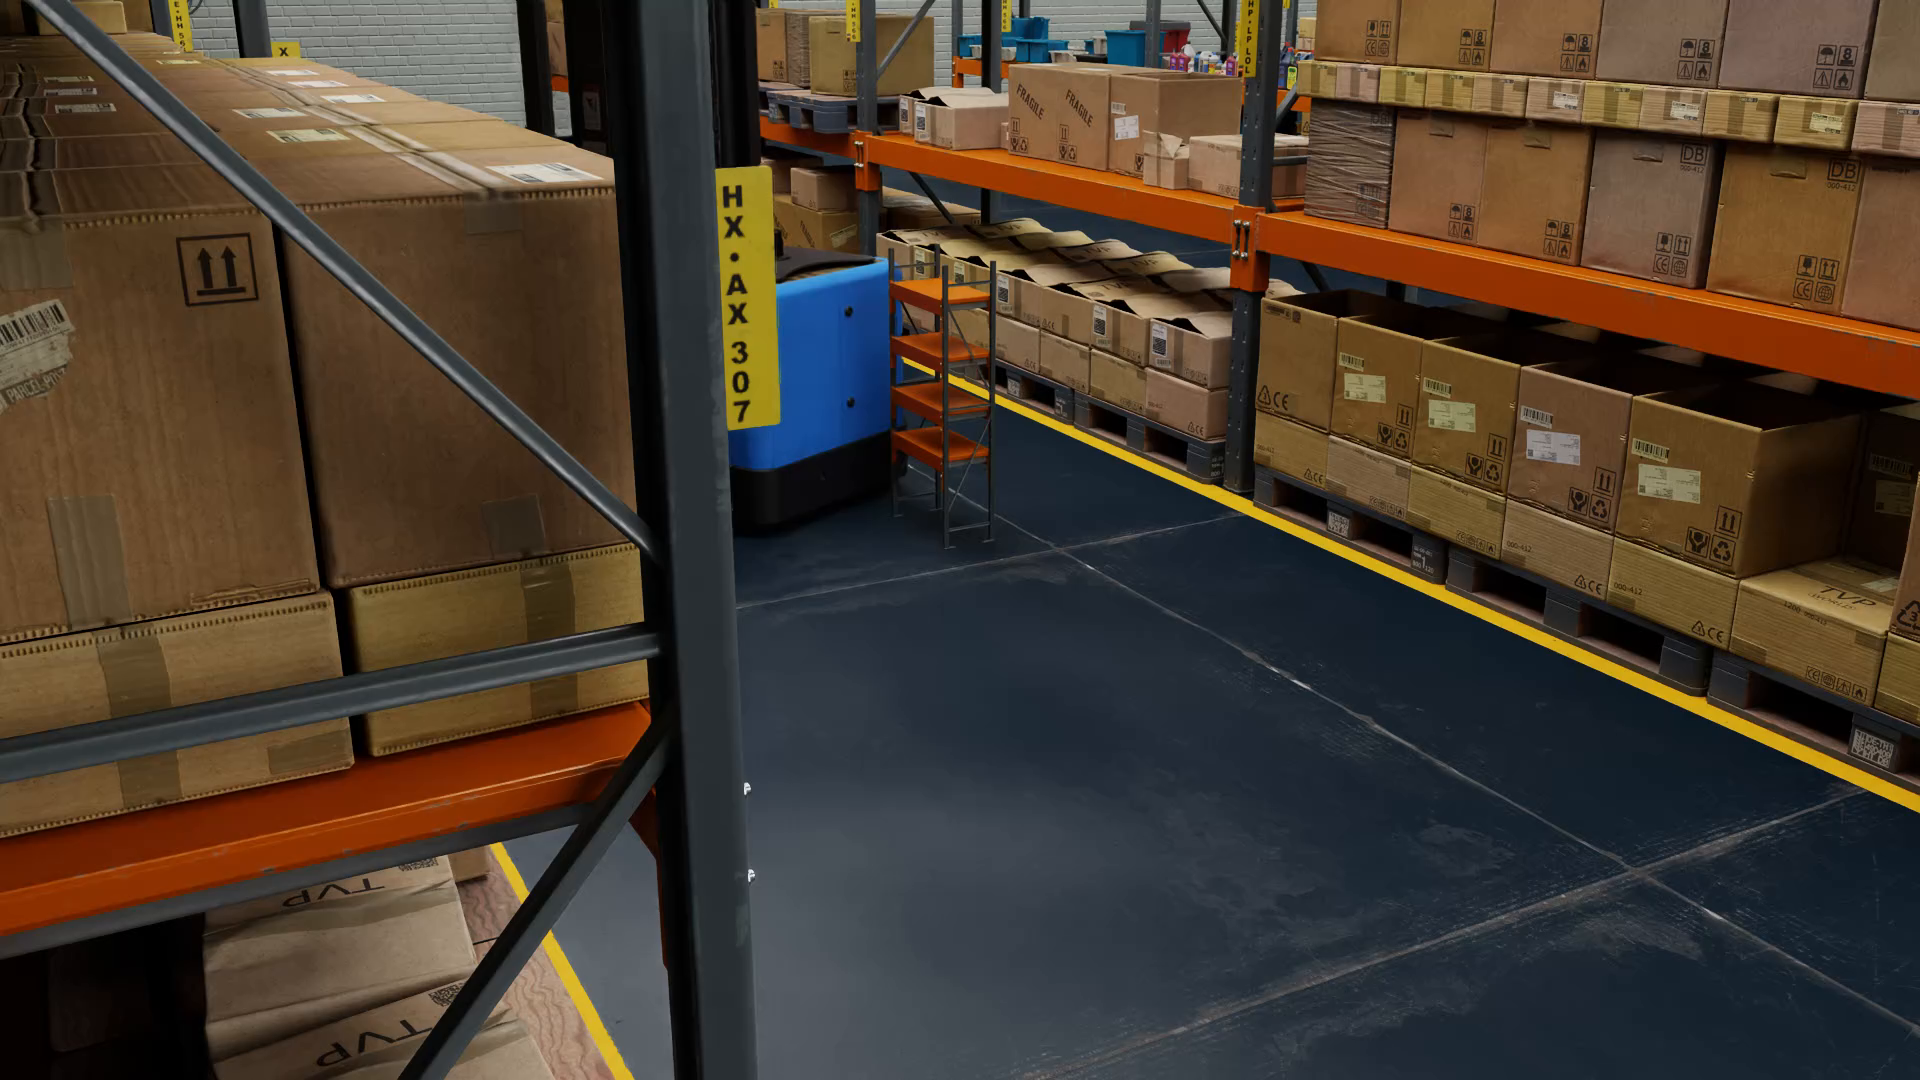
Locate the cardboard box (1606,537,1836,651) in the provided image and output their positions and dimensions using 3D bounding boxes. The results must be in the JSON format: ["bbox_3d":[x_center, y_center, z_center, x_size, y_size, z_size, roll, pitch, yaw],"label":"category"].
[{"bbox_3d":[2.603,0.137,5.708,0.500,0.250,0.500,-10,21,-27],"label":"cardboard box"}]

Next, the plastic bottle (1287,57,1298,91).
[{"bbox_3d":[2.906,-4.048,14.444,0.061,0.283,0.133,-10,21,-27],"label":"plastic bottle"}]

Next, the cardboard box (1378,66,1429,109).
[{"bbox_3d":[1.906,-1.820,6.661,0.380,0.149,0.250,-11,22,-28],"label":"cardboard box"}]

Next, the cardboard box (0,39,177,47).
[{"bbox_3d":[-3.708,-1.867,7.116,0.700,0.500,0.500,-10,21,-27],"label":"cardboard box"}]

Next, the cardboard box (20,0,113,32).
[{"bbox_3d":[-4.361,-2.567,8.150,0.380,0.149,0.250,-13,23,-34],"label":"cardboard box"}]

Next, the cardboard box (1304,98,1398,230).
[{"bbox_3d":[1.922,-1.640,7.133,0.700,0.500,0.500,-11,22,-28],"label":"cardboard box"}]

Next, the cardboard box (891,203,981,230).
[{"bbox_3d":[-0.159,-2.069,11.687,0.500,0.500,0.500,-9,21,-24],"label":"cardboard box"}]

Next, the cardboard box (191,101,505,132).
[{"bbox_3d":[-1.181,-0.572,3.241,0.500,0.500,0.500,-11,22,-28],"label":"cardboard box"}]

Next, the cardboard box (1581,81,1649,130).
[{"bbox_3d":[2.401,-1.522,5.796,0.380,0.149,0.250,-10,21,-27],"label":"cardboard box"}]

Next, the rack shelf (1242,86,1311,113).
[{"bbox_3d":[3.217,-3.868,14.845,1.077,0.370,4.000,-10,21,-27],"label":"rack shelf"}]

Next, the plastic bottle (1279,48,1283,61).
[{"bbox_3d":[2.953,-4.470,15.564,0.144,0.351,0.185,-10,21,-27],"label":"plastic bottle"}]

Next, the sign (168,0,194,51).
[{"bbox_3d":[-4.079,-2.696,8.692,0.100,0.325,0.005,-10,21,-27],"label":"sign"}]

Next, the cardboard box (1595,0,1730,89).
[{"bbox_3d":[2.637,-1.821,5.669,0.700,0.500,0.500,-10,21,-27],"label":"cardboard box"}]

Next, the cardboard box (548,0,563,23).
[{"bbox_3d":[-3.759,-5.367,16.401,0.500,0.500,0.500,-10,21,-26],"label":"cardboard box"}]

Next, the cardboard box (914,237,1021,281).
[{"bbox_3d":[0.053,-1.686,10.132,0.500,0.311,0.500,-11,22,-28],"label":"cardboard box"}]

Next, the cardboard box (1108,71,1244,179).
[{"bbox_3d":[1.105,-2.141,8.584,0.500,0.500,0.500,-8,21,-23],"label":"cardboard box"}]

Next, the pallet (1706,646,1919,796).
[{"bbox_3d":[3.205,0.534,5.261,1.003,0.211,1.213,-10,21,-27],"label":"pallet"}]

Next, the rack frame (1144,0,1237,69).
[{"bbox_3d":[2.268,-4.782,16.392,1.000,3.000,0.127,-10,21,-27],"label":"rack frame"}]

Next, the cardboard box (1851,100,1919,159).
[{"bbox_3d":[2.891,-1.226,4.939,0.380,0.149,0.250,-10,21,-26],"label":"cardboard box"}]

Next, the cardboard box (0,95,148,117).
[{"bbox_3d":[-1.882,-0.637,3.427,0.500,0.500,0.500,-10,21,-26],"label":"cardboard box"}]

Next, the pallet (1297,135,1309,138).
[{"bbox_3d":[5.176,-5.162,21.768,1.003,0.211,1.213,-10,21,-27],"label":"pallet"}]

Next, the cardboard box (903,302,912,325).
[{"bbox_3d":[-0.204,-1.571,10.656,0.500,0.250,0.500,-10,21,-27],"label":"cardboard box"}]

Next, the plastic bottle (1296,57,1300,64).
[{"bbox_3d":[2.959,-4.058,14.471,0.061,0.283,0.133,-10,21,-27],"label":"plastic bottle"}]

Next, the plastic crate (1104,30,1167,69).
[{"bbox_3d":[1.746,-4.884,16.620,0.392,0.384,0.575,-10,21,-27],"label":"plastic crate"}]

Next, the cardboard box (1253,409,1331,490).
[{"bbox_3d":[1.659,-0.438,7.374,0.500,0.250,0.500,-10,21,-27],"label":"cardboard box"}]

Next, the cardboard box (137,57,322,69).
[{"bbox_3d":[-2.156,-1.156,4.934,0.500,0.500,0.500,-10,21,-27],"label":"cardboard box"}]

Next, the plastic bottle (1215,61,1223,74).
[{"bbox_3d":[2.403,-4.326,15.374,0.097,0.201,0.097,0,19,0],"label":"plastic bottle"}]

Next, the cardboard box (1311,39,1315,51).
[{"bbox_3d":[4.728,-6.352,21.328,0.380,0.149,0.250,-10,22,-27],"label":"cardboard box"}]

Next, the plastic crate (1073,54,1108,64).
[{"bbox_3d":[1.500,-4.960,17.237,0.437,0.125,0.590,-10,21,-27],"label":"plastic crate"}]

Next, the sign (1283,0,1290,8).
[{"bbox_3d":[4.236,-7.060,21.545,0.100,0.325,0.005,-10,21,-27],"label":"sign"}]

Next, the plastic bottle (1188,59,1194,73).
[{"bbox_3d":[2.201,-4.448,15.729,0.097,0.201,0.097,0,19,0],"label":"plastic bottle"}]

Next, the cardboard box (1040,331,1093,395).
[{"bbox_3d":[0.772,-0.985,8.958,0.500,0.250,0.500,-9,21,-25],"label":"cardboard box"}]

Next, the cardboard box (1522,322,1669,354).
[{"bbox_3d":[2.586,-0.585,6.651,0.500,0.500,0.500,-10,21,-27],"label":"cardboard box"}]

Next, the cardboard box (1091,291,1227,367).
[{"bbox_3d":[1.008,-1.104,8.443,0.500,0.311,0.500,-9,21,-25],"label":"cardboard box"}]

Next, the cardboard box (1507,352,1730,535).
[{"bbox_3d":[2.364,-0.361,6.000,0.500,0.500,0.500,-10,21,-27],"label":"cardboard box"}]

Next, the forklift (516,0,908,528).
[{"bbox_3d":[-1.737,-1.797,7.846,3.031,2.935,1.130,13,23,34],"label":"forklift"}]

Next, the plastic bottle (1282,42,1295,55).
[{"bbox_3d":[3.080,-4.493,15.628,0.144,0.351,0.185,-10,21,-27],"label":"plastic bottle"}]

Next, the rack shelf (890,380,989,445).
[{"bbox_3d":[-0.079,-0.551,7.095,0.258,0.148,0.480,-10,21,-27],"label":"rack shelf"}]

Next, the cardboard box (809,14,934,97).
[{"bbox_3d":[-0.592,-3.277,11.232,0.500,0.500,0.700,16,25,39],"label":"cardboard box"}]

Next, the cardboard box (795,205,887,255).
[{"bbox_3d":[-0.845,-2.126,11.852,0.500,0.500,0.500,-9,21,-25],"label":"cardboard box"}]

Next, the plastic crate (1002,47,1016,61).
[{"bbox_3d":[0.597,-5.413,18.531,0.250,0.136,0.298,-10,21,-27],"label":"plastic crate"}]

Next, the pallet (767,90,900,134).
[{"bbox_3d":[-0.578,-2.961,11.407,1.213,0.211,1.003,-10,21,-27],"label":"pallet"}]

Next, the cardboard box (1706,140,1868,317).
[{"bbox_3d":[2.910,-1.048,5.417,0.700,0.500,0.500,-10,21,-26],"label":"cardboard box"}]

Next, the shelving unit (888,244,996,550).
[{"bbox_3d":[-0.079,-0.615,7.073,0.258,1.200,0.503,-10,21,-27],"label":"shelving unit"}]

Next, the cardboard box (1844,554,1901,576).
[{"bbox_3d":[3.305,0.199,5.529,0.500,0.250,0.500,-10,21,-27],"label":"cardboard box"}]

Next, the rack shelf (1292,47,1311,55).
[{"bbox_3d":[5.677,-5.783,20.396,1.077,0.370,4.000,-10,21,-27],"label":"rack shelf"}]

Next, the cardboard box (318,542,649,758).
[{"bbox_3d":[-0.705,0.069,2.531,0.500,0.250,0.500,-11,22,-28],"label":"cardboard box"}]

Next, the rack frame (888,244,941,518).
[{"bbox_3d":[-0.194,-0.685,7.276,0.240,1.200,0.015,-10,21,-27],"label":"rack frame"}]

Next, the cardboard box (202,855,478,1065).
[{"bbox_3d":[-1.273,0.884,3.419,0.500,0.311,0.500,-8,21,-22],"label":"cardboard box"}]

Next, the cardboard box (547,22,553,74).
[{"bbox_3d":[-4.014,-5.043,16.995,0.500,0.500,0.500,-9,21,-26],"label":"cardboard box"}]

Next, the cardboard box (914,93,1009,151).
[{"bbox_3d":[0.060,-2.539,10.027,0.500,0.311,0.500,-10,22,-27],"label":"cardboard box"}]

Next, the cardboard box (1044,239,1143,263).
[{"bbox_3d":[0.761,-1.626,9.956,0.500,0.311,0.500,-10,21,-27],"label":"cardboard box"}]

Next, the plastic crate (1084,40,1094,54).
[{"bbox_3d":[1.569,-5.330,18.144,0.416,0.233,0.300,-10,21,-27],"label":"plastic crate"}]

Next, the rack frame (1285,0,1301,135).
[{"bbox_3d":[4.727,-6.698,21.943,1.000,3.000,0.127,-10,21,-27],"label":"rack frame"}]
